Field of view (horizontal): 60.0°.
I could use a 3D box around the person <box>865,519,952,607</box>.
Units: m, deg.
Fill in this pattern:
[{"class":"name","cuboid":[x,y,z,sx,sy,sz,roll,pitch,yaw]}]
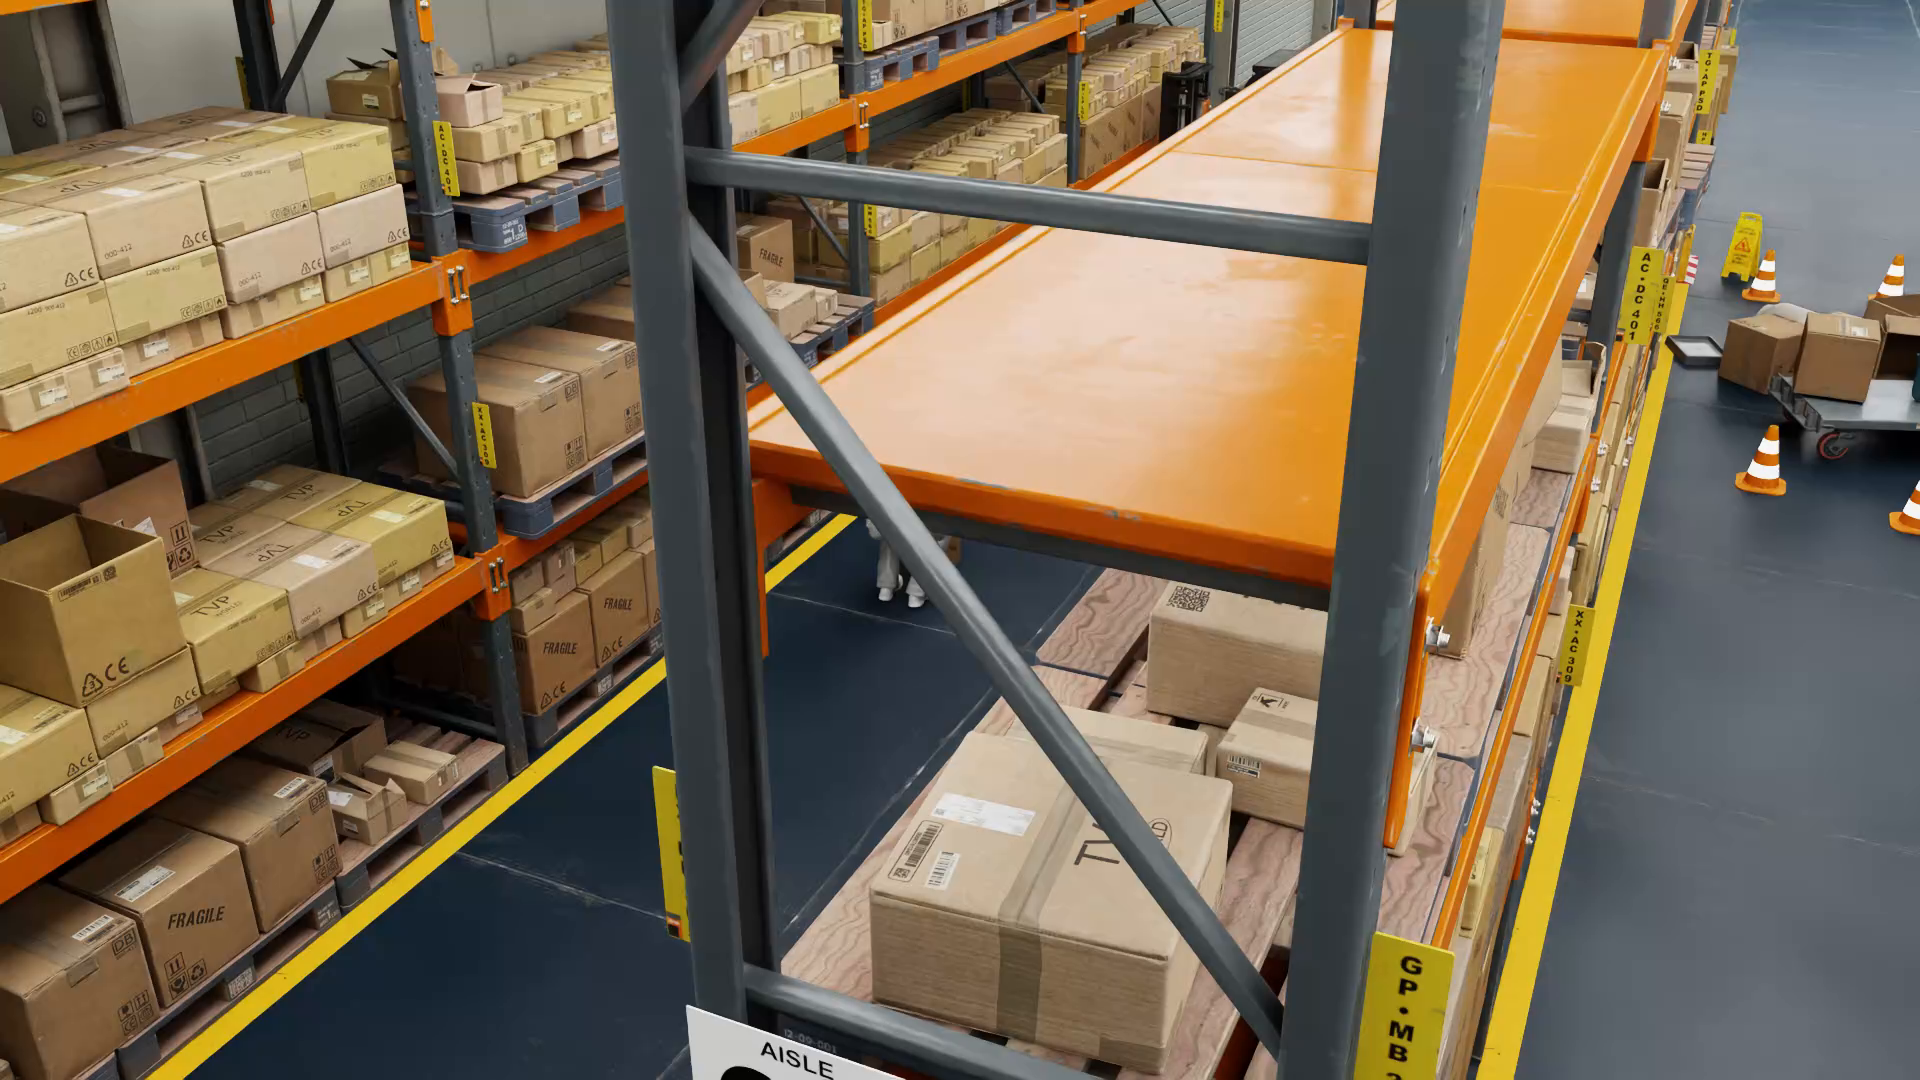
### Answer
[{"class":"person","cuboid":[-0.332,-0.159,10.456,0.493,1.048,0.771,11,28,21]}]
